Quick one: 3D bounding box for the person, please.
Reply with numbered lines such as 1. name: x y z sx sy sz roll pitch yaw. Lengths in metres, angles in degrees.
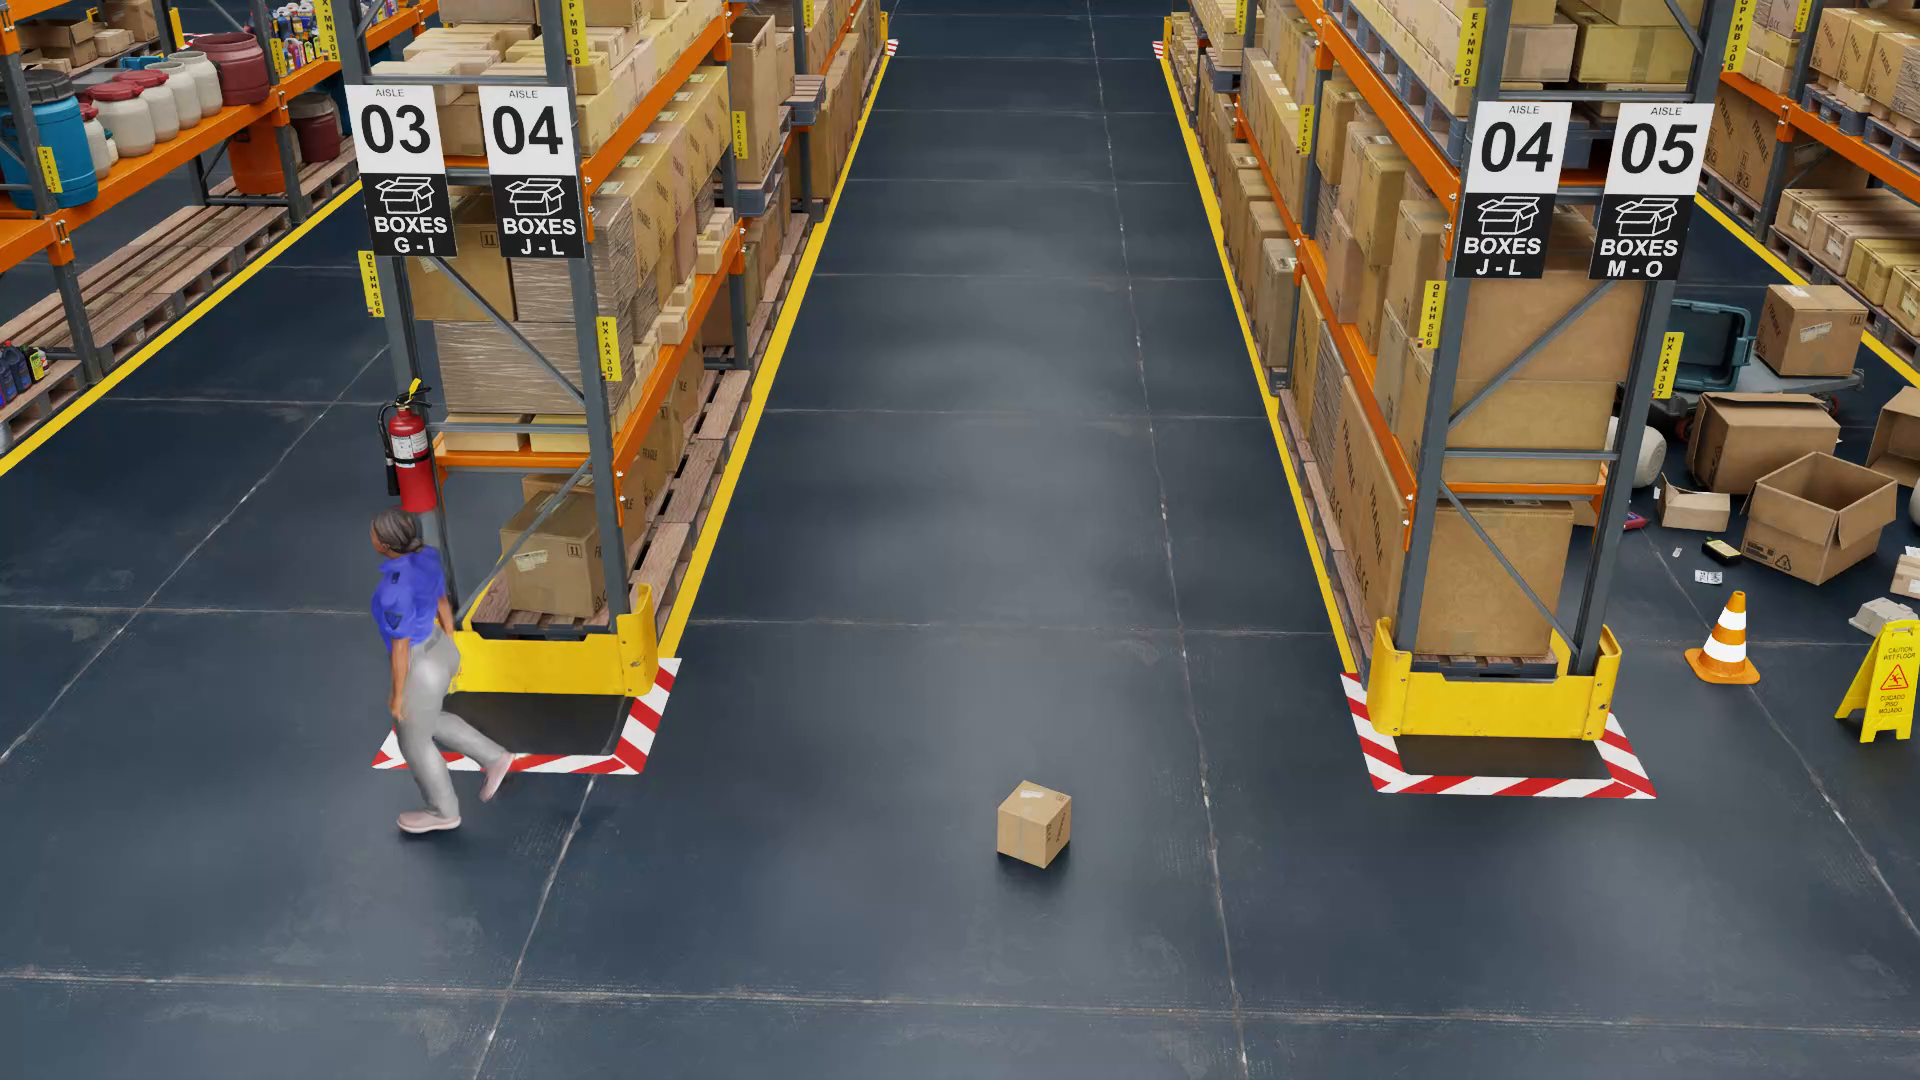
1. person: -2.528 0.583 7.518 0.433 1.651 0.447 2 28 3
